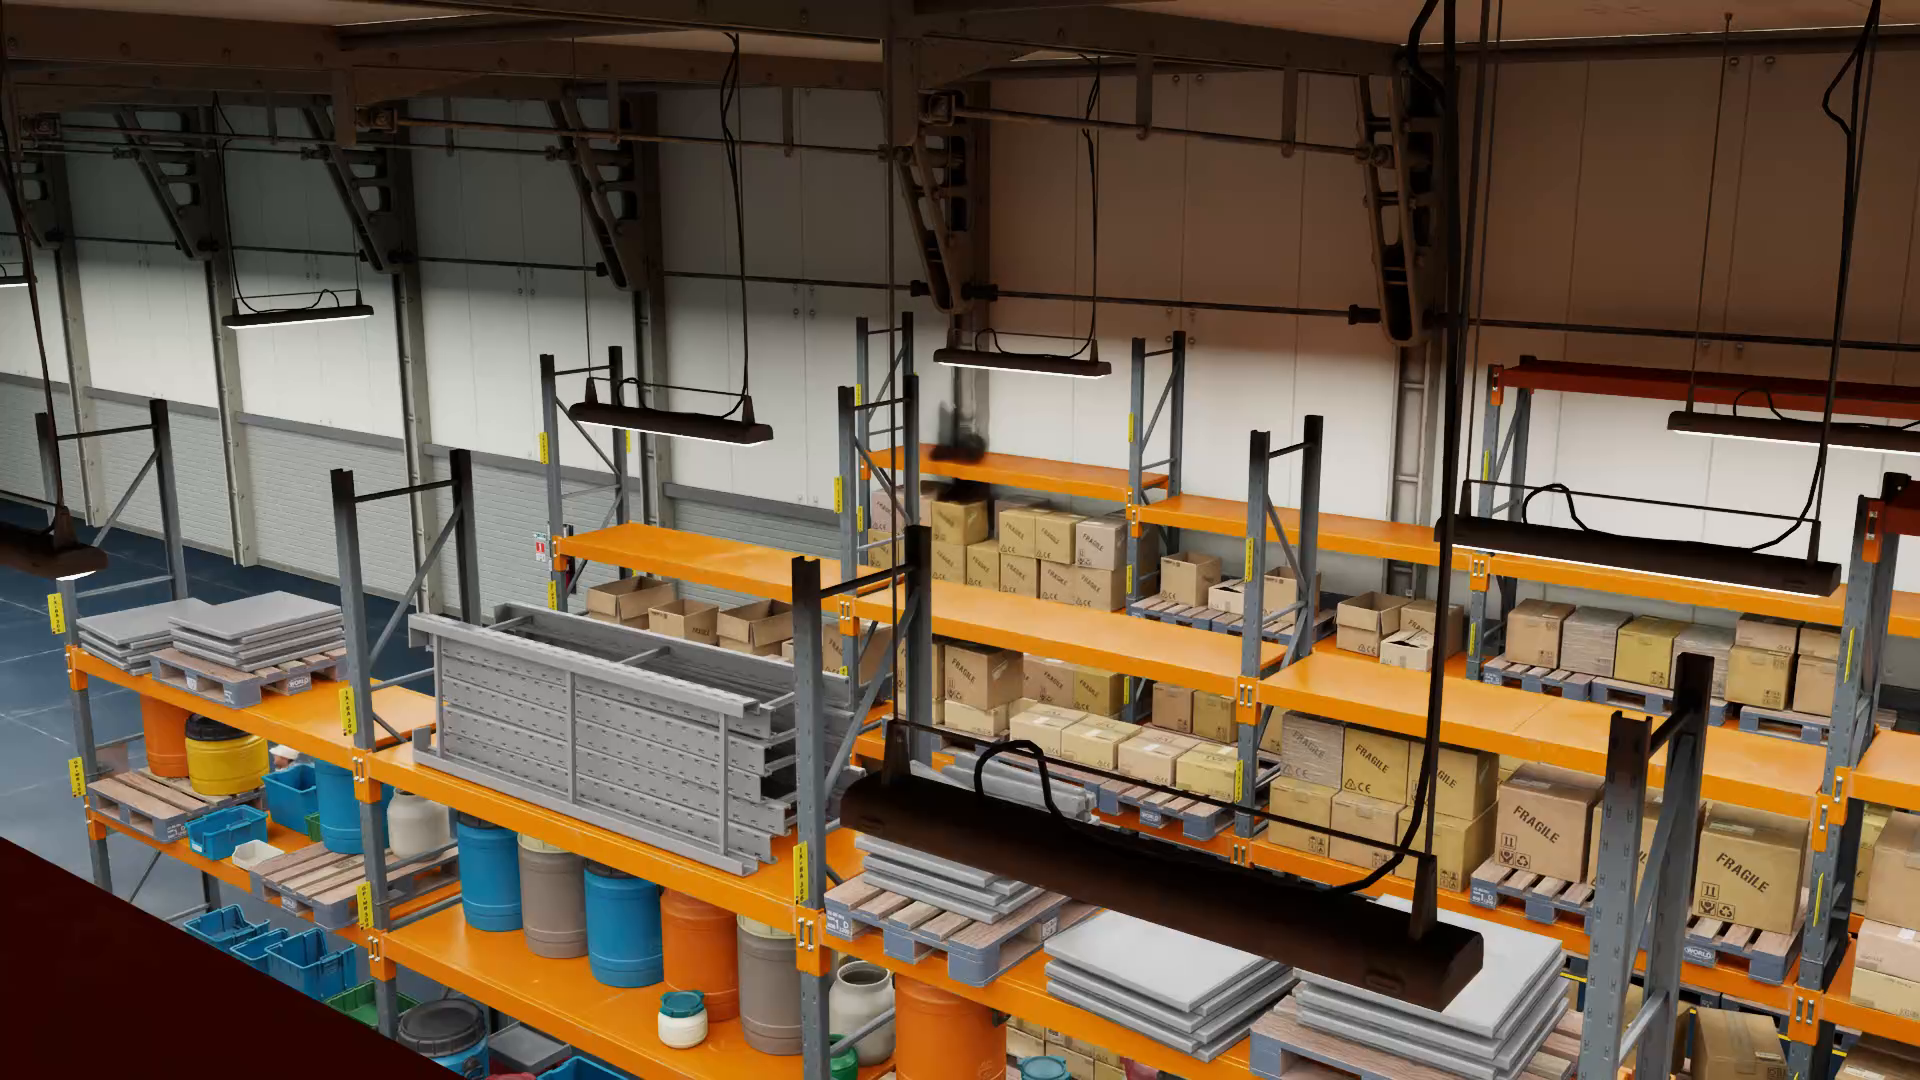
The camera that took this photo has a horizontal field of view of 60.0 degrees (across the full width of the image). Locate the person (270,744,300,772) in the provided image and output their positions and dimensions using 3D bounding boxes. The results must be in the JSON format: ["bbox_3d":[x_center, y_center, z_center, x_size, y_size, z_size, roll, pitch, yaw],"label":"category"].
[{"bbox_3d":[-7.200,3.053,18.236,0.783,1.781,0.662,-5,14,-19],"label":"person"}]
